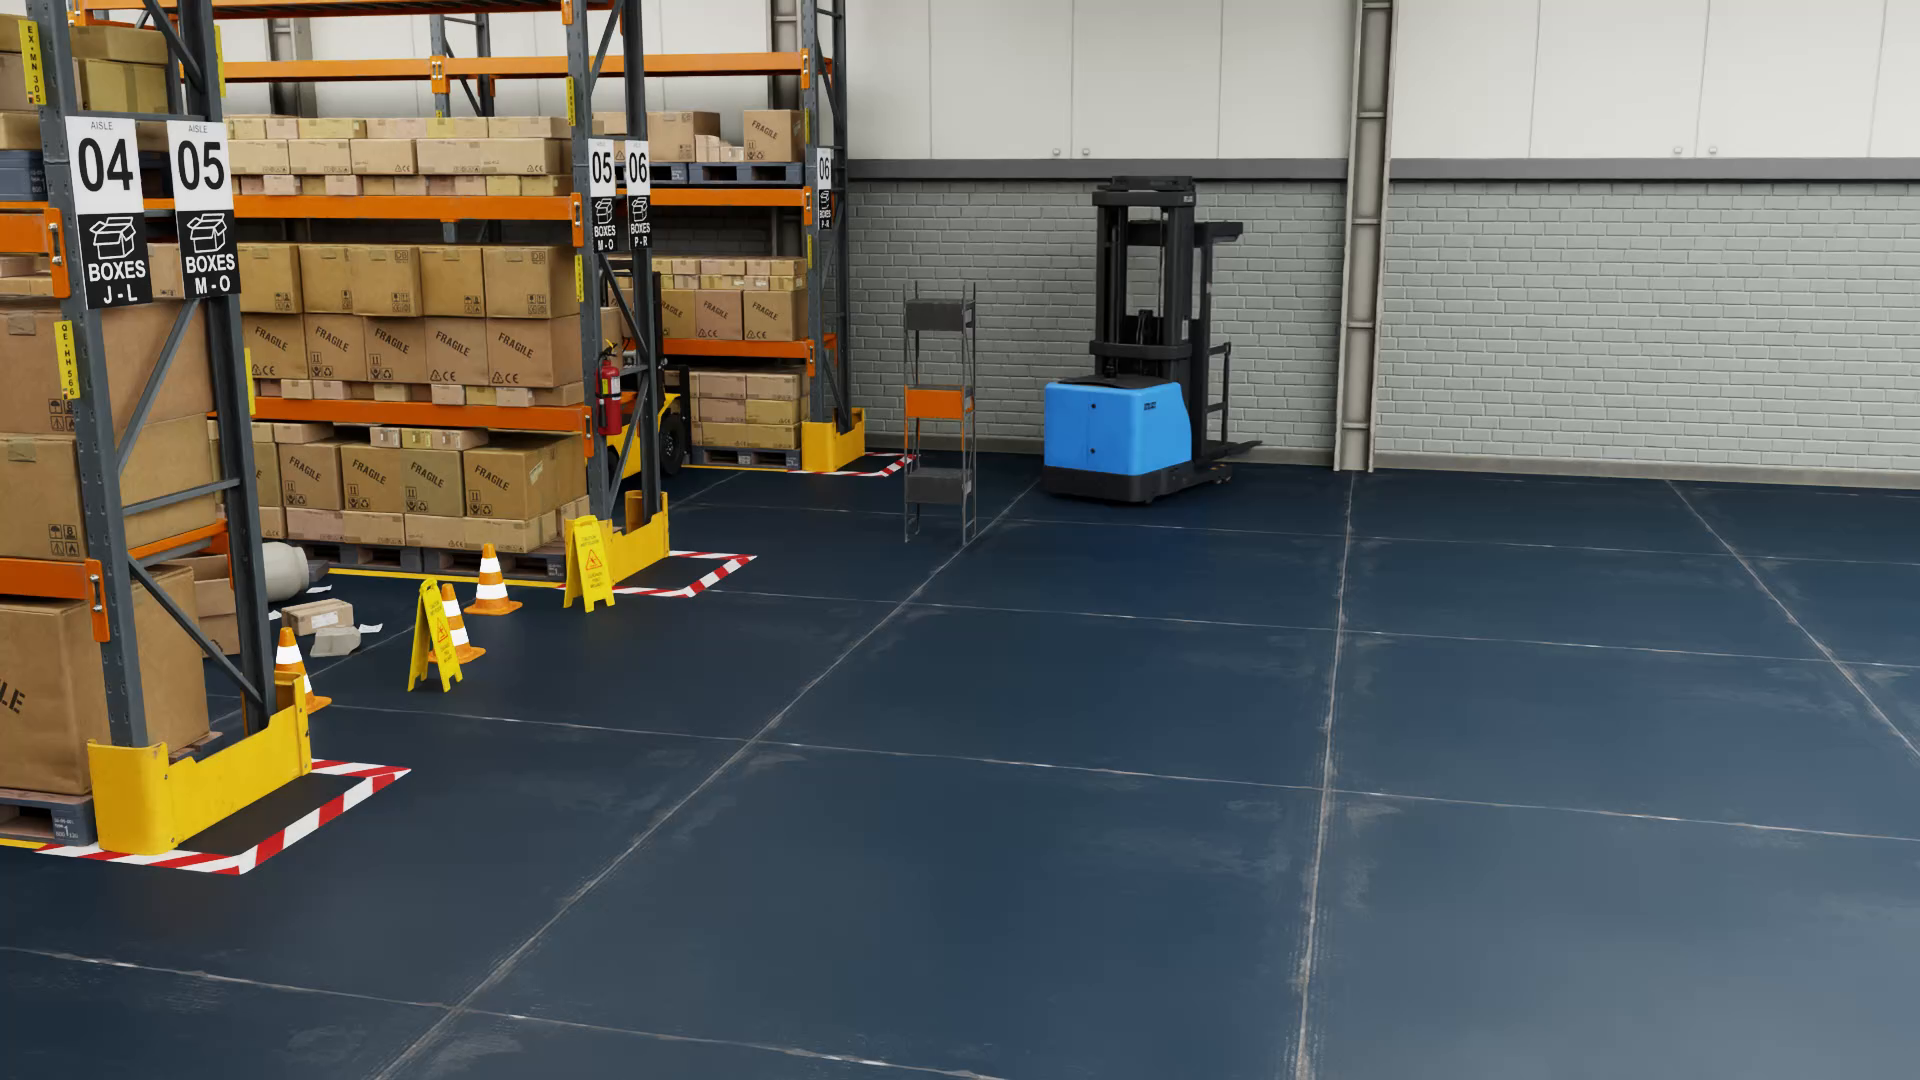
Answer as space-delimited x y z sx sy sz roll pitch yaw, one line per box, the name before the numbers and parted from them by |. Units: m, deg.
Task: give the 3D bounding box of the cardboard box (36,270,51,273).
cardboard box | -7.757 -1.981 13.850 0.500 0.500 0.500 3 13 13

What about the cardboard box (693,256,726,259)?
cardboard box | -2.617 -2.908 17.501 0.250 0.149 0.380 3 13 15

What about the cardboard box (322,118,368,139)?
cardboard box | -4.420 -2.994 12.119 0.250 0.149 0.380 3 13 15

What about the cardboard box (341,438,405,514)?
cardboard box | -4.360 -0.505 12.732 0.500 0.500 0.500 3 13 12

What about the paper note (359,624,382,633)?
paper note | -3.919 0.584 11.033 0.142 0.019 0.148 -1 13 -6

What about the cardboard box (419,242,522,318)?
cardboard box | -3.562 -1.926 12.263 0.500 0.500 0.700 3 13 14

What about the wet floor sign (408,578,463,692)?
wet floor sign | -3.109 0.545 9.786 0.232 0.644 0.267 1 13 4

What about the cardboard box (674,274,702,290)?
cardboard box | -2.743 -2.656 17.054 0.250 0.149 0.380 3 13 12

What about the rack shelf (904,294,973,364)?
rack shelf | -0.161 -1.704 13.396 0.480 0.518 0.431 3 13 14

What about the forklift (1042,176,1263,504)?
forklift | 2.026 -2.026 16.099 1.130 2.935 3.031 9 15 34

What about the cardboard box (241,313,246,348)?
cardboard box | -5.554 -1.534 12.807 0.500 0.500 0.500 3 13 13

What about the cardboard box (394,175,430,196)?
cardboard box | -3.920 -2.594 12.155 0.250 0.149 0.380 3 13 13

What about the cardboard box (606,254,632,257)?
cardboard box | -3.604 -2.971 17.786 0.250 0.149 0.380 3 13 13

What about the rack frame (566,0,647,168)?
rack frame | -2.524 -4.164 11.727 0.127 3.000 1.000 3 13 14

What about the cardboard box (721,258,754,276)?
cardboard box | -2.244 -2.779 16.917 0.250 0.149 0.380 3 13 15

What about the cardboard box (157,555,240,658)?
cardboard box | -4.836 0.425 10.658 0.637 0.503 0.797 -6 14 -25

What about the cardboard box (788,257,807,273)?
cardboard box | -1.613 -2.852 17.250 0.250 0.149 0.380 3 13 12

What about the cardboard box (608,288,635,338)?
cardboard box | -3.369 -2.378 17.295 0.500 0.500 0.500 3 13 14

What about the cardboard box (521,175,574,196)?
cardboard box | -2.937 -2.537 11.897 0.250 0.149 0.380 3 13 14

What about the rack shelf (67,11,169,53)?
rack shelf | -8.349 -3.929 13.252 4.000 0.370 1.077 3 13 14

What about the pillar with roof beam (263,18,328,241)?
pillar with roof beam | -8.655 -4.840 14.773 0.400 9.000 9.100 3 13 14

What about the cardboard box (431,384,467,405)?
cardboard box | -3.712 -1.102 12.355 0.250 0.149 0.380 3 13 15

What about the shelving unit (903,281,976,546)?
shelving unit | -0.161 -1.034 13.545 0.503 2.100 0.431 3 13 14

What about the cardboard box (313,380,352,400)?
cardboard box | -4.687 -1.161 12.621 0.250 0.149 0.380 3 13 13

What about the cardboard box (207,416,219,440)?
cardboard box | -5.792 -0.882 12.933 0.250 0.149 0.380 3 13 14

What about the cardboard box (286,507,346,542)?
cardboard box | -4.863 -0.166 12.935 0.500 0.250 0.500 3 13 13

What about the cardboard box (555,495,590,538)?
cardboard box | -3.241 -0.198 13.080 0.500 0.250 0.500 3 13 13

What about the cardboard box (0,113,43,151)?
cardboard box | -4.016 -1.731 7.064 0.250 0.149 0.380 3 13 13

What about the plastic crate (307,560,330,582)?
plastic crate | -5.080 0.236 12.484 0.583 0.080 0.402 -1 13 -6

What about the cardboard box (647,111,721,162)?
cardboard box | -2.797 -4.092 16.897 0.500 0.500 0.700 3 13 14

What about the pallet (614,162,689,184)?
pallet | -3.207 -3.806 17.240 1.213 0.211 1.003 3 13 14

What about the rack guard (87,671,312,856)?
rack guard | -3.589 1.032 7.926 0.348 0.500 1.175 3 13 14

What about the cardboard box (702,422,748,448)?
cardboard box | -2.351 -1.128 17.270 0.500 0.250 0.500 3 13 14

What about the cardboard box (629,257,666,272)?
cardboard box | -3.227 -2.843 17.206 0.250 0.149 0.380 3 13 14

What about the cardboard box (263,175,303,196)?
cardboard box | -4.933 -2.632 12.325 0.250 0.149 0.380 3 13 12

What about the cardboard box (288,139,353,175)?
cardboard box | -4.569 -2.820 12.252 0.500 0.250 0.500 3 13 14

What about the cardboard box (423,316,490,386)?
cardboard box | -3.602 -1.427 12.321 0.500 0.500 0.500 3 13 14

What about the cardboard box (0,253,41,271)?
cardboard box | -7.859 -2.292 13.755 0.250 0.149 0.380 4 13 17

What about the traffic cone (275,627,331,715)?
traffic cone | -3.787 0.723 9.406 0.334 0.463 0.336 3 13 14

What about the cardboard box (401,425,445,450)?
cardboard box | -3.980 -0.786 12.502 0.250 0.149 0.380 3 13 14

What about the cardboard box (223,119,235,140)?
cardboard box | -5.418 -3.047 12.355 0.250 0.149 0.380 3 13 13

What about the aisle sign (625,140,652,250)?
aisle sign | -2.390 -2.567 12.374 0.004 0.787 0.394 3 13 14

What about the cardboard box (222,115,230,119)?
cardboard box | -7.947 -4.368 18.138 0.500 0.500 0.700 3 13 12

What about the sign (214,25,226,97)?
sign | -3.473 -2.235 7.758 0.005 0.325 0.100 3 13 14

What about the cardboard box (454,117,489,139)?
cardboard box | -3.416 -2.953 11.931 0.250 0.149 0.380 3 13 13

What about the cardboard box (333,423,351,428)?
cardboard box | -5.275 -0.671 13.482 0.500 0.500 0.500 3 13 15

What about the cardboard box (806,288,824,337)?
cardboard box | -1.753 -2.412 17.451 0.500 0.500 0.500 3 13 15

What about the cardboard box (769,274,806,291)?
cardboard box | -1.742 -2.604 16.817 0.250 0.149 0.380 3 13 14

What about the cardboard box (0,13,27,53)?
cardboard box | -4.020 -2.120 6.978 0.250 0.149 0.380 3 13 14

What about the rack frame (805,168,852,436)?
rack frame | -1.338 -2.279 17.082 0.127 3.000 1.000 3 13 14

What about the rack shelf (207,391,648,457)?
rack shelf | -4.466 -0.988 12.922 4.000 0.370 1.077 3 13 14

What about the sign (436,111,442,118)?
sign | -5.342 -4.243 17.086 0.005 0.325 0.100 3 13 14

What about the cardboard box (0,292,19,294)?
cardboard box | -5.030 -0.884 7.953 0.550 0.550 0.875 3 13 14

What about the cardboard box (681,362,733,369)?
cardboard box | -2.729 -1.748 17.759 0.500 0.250 0.500 3 13 13

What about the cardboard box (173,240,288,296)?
cardboard box | -5.542 -2.026 12.712 0.500 0.500 0.700 3 13 14

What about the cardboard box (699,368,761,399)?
cardboard box | -2.357 -1.614 17.152 0.500 0.250 0.500 3 13 15

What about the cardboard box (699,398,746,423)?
cardboard box | -2.370 -1.374 17.226 0.500 0.250 0.500 3 13 13

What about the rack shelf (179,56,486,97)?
rack shelf | -7.164 -4.973 17.957 4.000 0.370 1.077 3 13 14

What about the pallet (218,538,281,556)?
pallet | -5.747 -0.054 13.491 1.213 0.211 1.003 3 13 14
